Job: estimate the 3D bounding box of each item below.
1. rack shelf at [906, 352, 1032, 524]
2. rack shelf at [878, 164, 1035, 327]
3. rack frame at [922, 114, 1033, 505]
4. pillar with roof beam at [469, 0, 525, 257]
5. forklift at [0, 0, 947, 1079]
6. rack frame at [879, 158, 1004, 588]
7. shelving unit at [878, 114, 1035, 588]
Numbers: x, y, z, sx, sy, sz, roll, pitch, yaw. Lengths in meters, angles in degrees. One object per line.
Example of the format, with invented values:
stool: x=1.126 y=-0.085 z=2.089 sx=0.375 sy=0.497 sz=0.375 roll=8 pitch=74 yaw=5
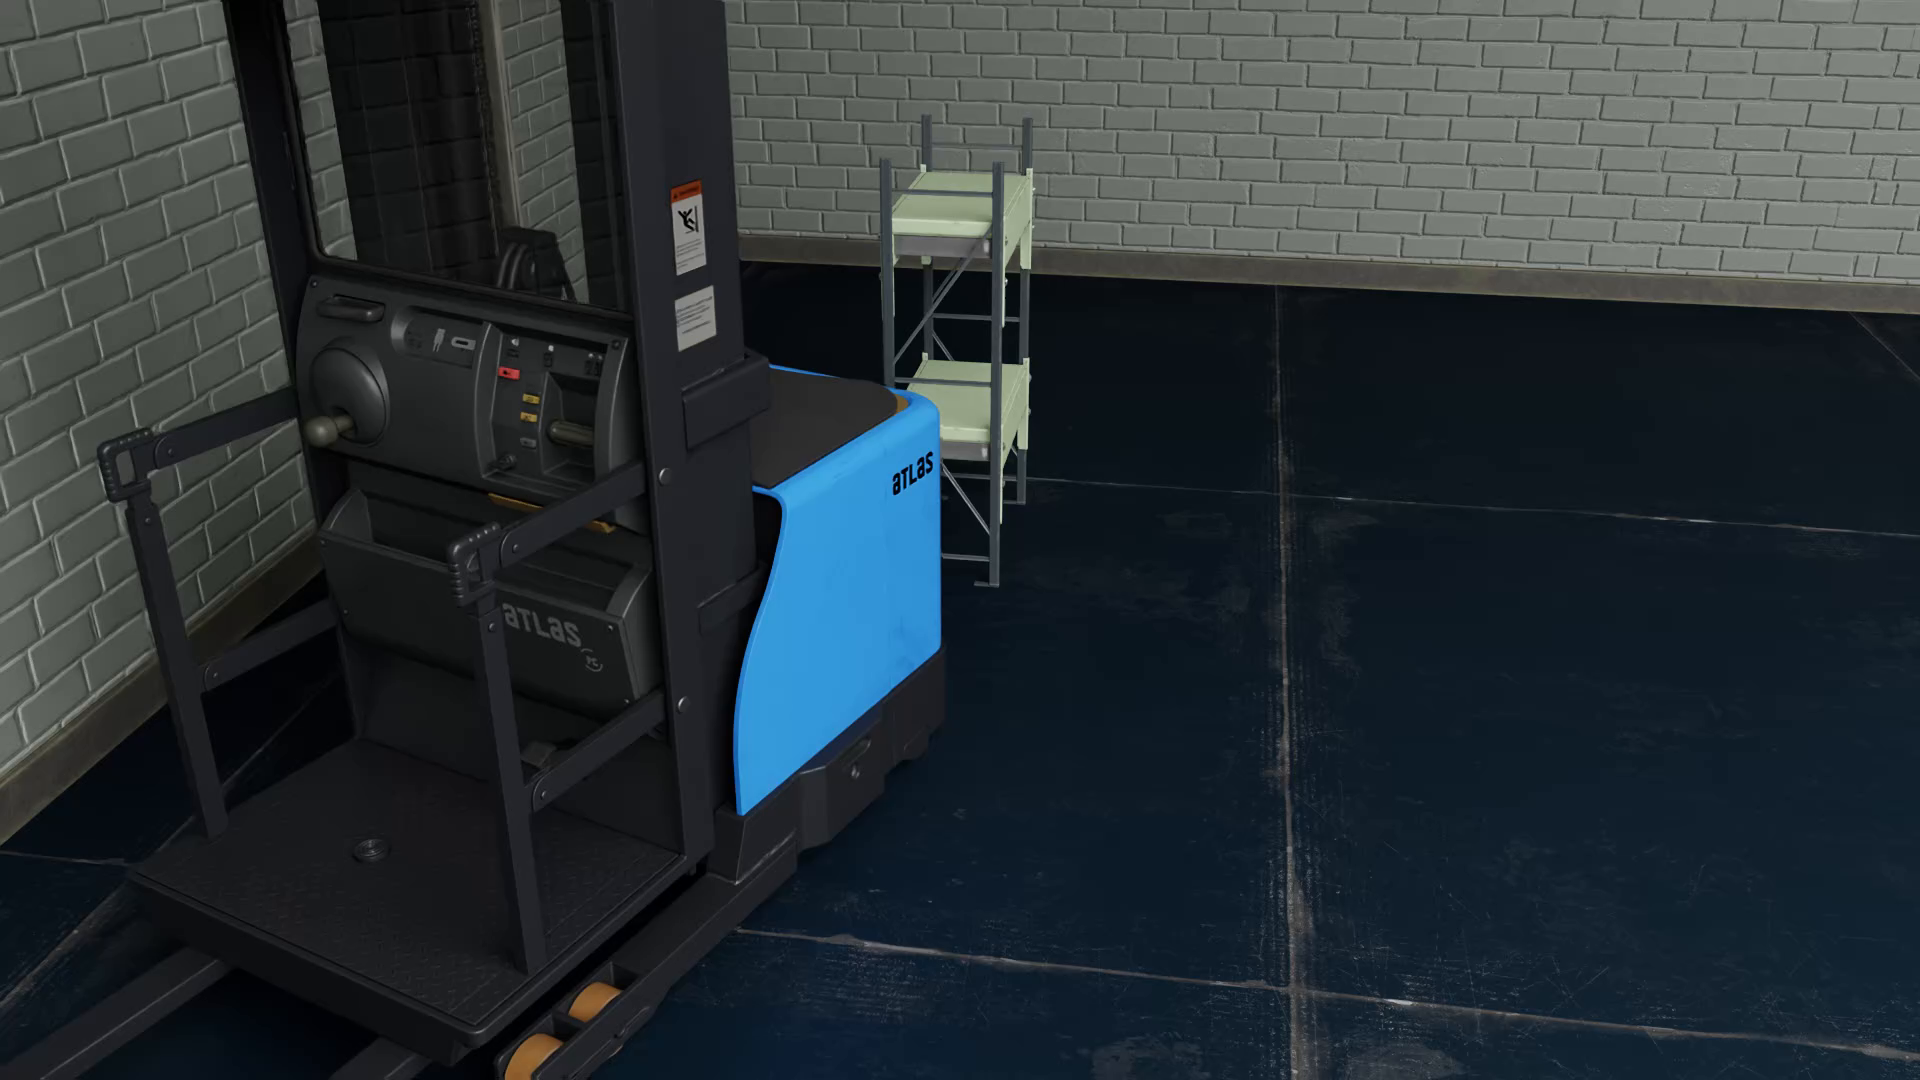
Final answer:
rack shelf: x=0.001 y=-0.387 z=6.076 sx=0.431 sy=0.370 sz=0.720 roll=4 pitch=25 yaw=9
rack shelf: x=0.001 y=-1.036 z=5.773 sx=0.431 sy=0.370 sz=0.720 roll=4 pitch=25 yaw=9
rack frame: x=0.061 y=-0.835 z=6.265 sx=0.400 sy=1.500 sz=0.023 roll=4 pitch=25 yaw=9
pillar with roof beam: x=2.259 y=-4.189 z=4.584 sx=9.100 sy=9.000 sz=0.400 roll=4 pitch=25 yaw=9
forklift: x=-1.200 y=-0.307 z=3.449 sx=1.130 sy=2.935 sz=3.031 roll=13 pitch=28 yaw=26
rack frame: x=-0.059 y=-0.529 z=5.611 sx=0.400 sy=1.500 sz=0.023 roll=4 pitch=25 yaw=9
shelving unit: x=0.001 y=-0.682 z=5.938 sx=0.431 sy=1.500 sz=0.755 roll=4 pitch=25 yaw=9
